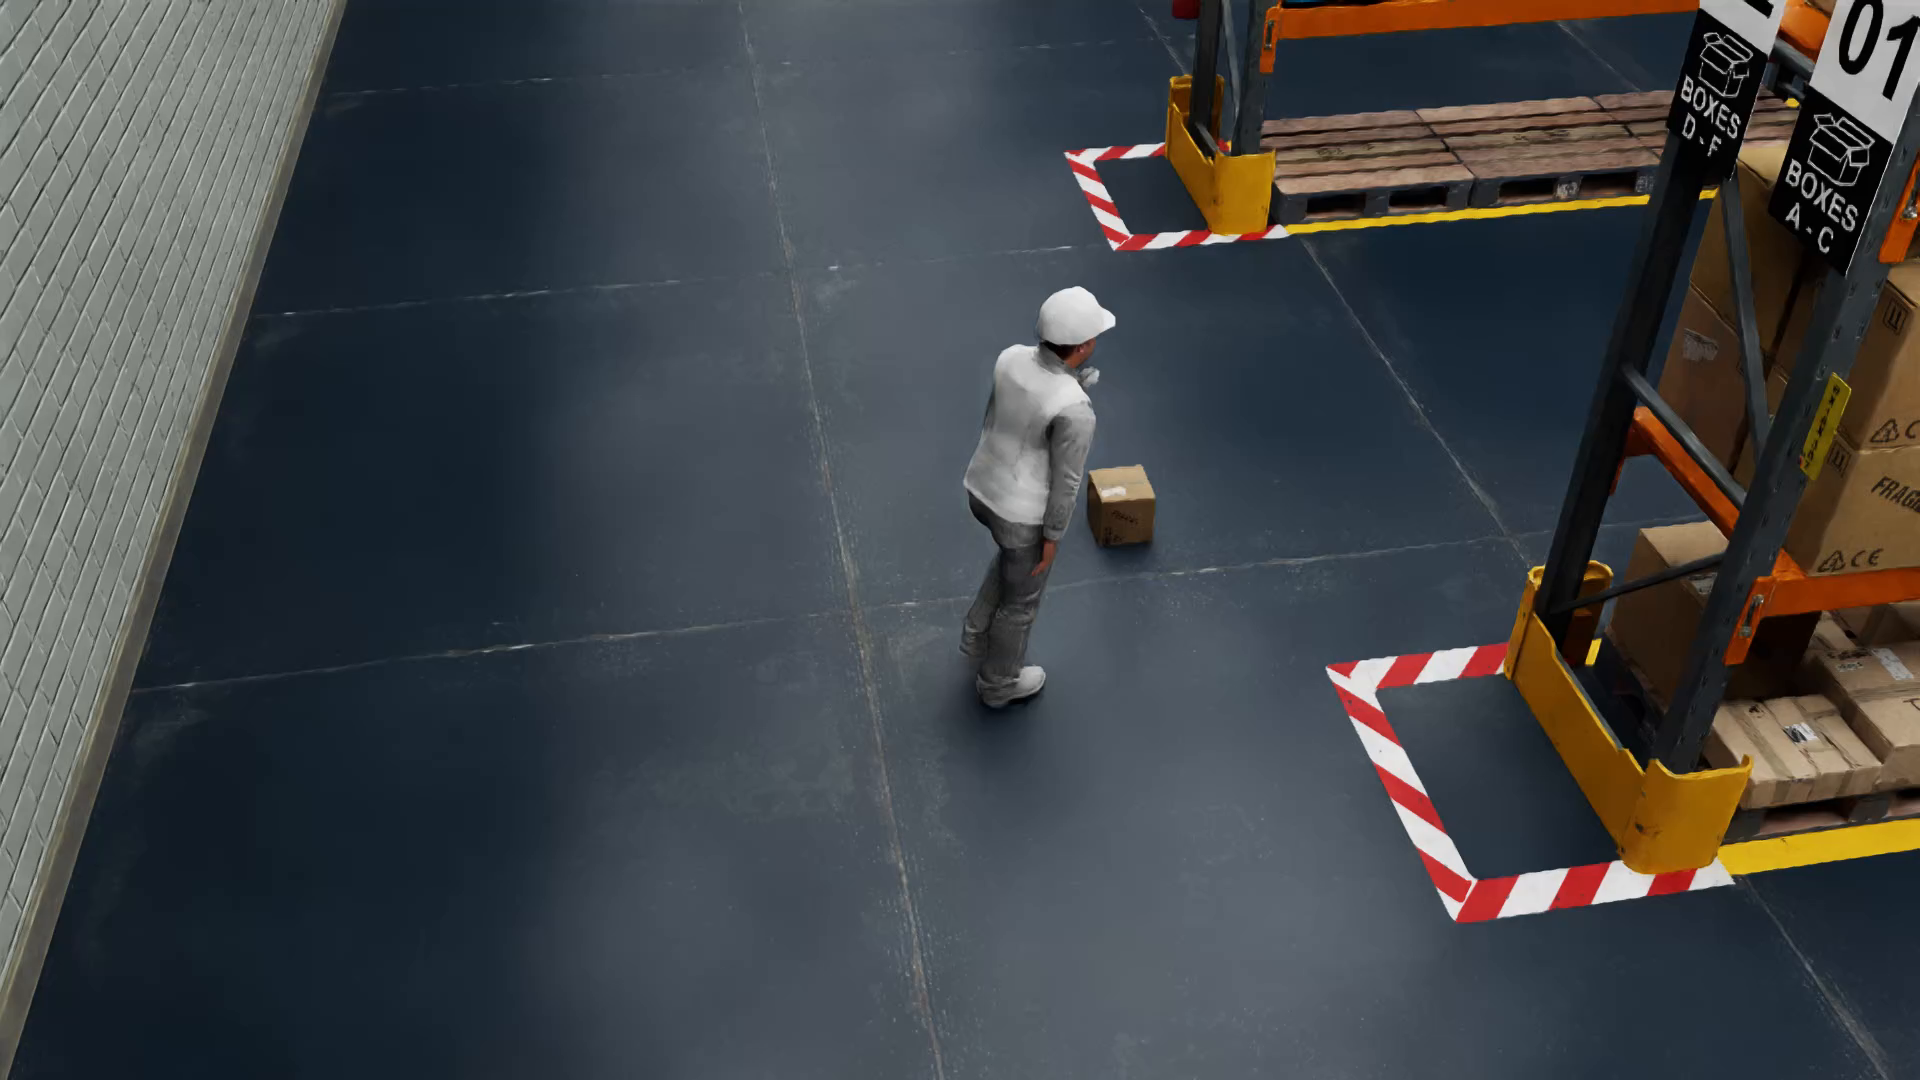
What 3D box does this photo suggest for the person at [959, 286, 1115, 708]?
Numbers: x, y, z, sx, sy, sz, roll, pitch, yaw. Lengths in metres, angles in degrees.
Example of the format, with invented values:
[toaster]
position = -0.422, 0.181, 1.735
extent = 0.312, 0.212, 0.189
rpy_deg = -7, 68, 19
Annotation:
[person]
position = 0.279, -0.154, 6.318
extent = 0.595, 1.747, 0.562
rpy_deg = -23, 44, -26
